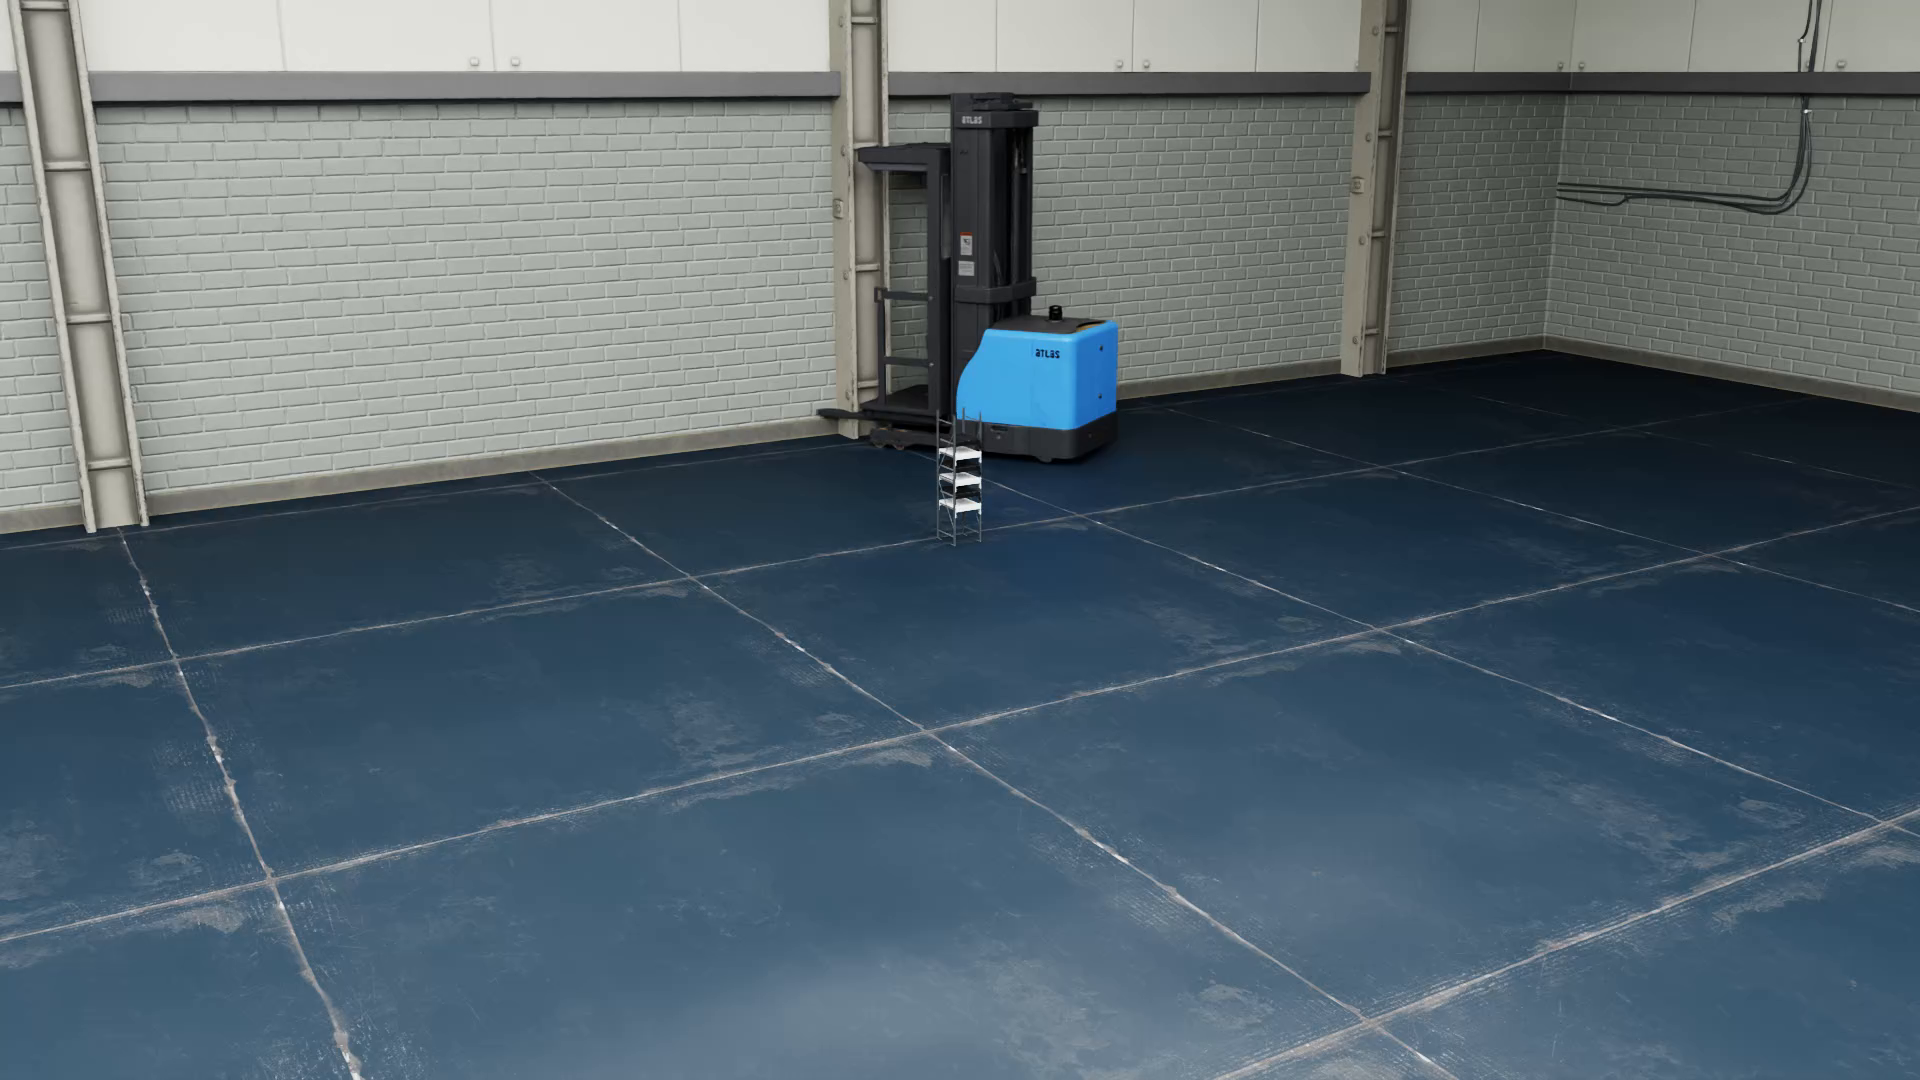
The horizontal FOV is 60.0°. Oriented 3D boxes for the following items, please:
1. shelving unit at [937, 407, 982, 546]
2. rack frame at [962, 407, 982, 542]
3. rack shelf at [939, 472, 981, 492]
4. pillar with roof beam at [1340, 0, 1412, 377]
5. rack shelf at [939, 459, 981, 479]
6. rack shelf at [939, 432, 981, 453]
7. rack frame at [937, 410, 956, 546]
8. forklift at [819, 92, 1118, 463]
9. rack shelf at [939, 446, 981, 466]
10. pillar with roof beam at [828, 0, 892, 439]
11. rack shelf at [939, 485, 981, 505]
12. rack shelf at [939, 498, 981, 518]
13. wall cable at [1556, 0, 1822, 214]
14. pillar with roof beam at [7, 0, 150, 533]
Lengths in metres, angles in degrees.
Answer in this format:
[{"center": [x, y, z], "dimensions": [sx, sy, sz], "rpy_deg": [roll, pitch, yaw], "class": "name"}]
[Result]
[{"center": [-0.007, -0.432, 11.284], "dimensions": [0.210, 0.900, 0.258], "rpy_deg": [-9, 18, -30], "class": "shelving unit"}, {"center": [0.080, -0.446, 11.335], "dimensions": [0.006, 0.900, 0.240], "rpy_deg": [-9, 18, -30], "class": "rack frame"}, {"center": [-0.007, -0.400, 11.293], "dimensions": [0.200, 0.077, 0.258], "rpy_deg": [-9, 18, -30], "class": "rack shelf"}, {"center": [6.513, -5.118, 12.995], "dimensions": [0.400, 9.000, 9.100], "rpy_deg": [-9, 18, -30], "class": "pillar with roof beam"}, {"center": [-0.007, -0.487, 11.269], "dimensions": [0.200, 0.077, 0.258], "rpy_deg": [-9, 18, -30], "class": "rack shelf"}, {"center": [-0.007, -0.660, 11.220], "dimensions": [0.200, 0.077, 0.258], "rpy_deg": [-9, 18, -30], "class": "rack shelf"}, {"center": [-0.094, -0.418, 11.234], "dimensions": [0.006, 0.900, 0.240], "rpy_deg": [-9, 18, -30], "class": "rack frame"}, {"center": [-0.198, -2.301, 14.188], "dimensions": [3.031, 2.935, 1.130], "rpy_deg": [8, 18, 26], "class": "forklift"}, {"center": [-0.007, -0.573, 11.245], "dimensions": [0.200, 0.077, 0.258], "rpy_deg": [-9, 18, -30], "class": "rack shelf"}, {"center": [1.370, -4.284, 10.020], "dimensions": [0.400, 9.000, 9.100], "rpy_deg": [-9, 18, -30], "class": "pillar with roof beam"}, {"center": [-0.007, -0.313, 11.318], "dimensions": [0.200, 0.077, 0.258], "rpy_deg": [-9, 18, -30], "class": "rack shelf"}, {"center": [-0.007, -0.227, 11.342], "dimensions": [0.200, 0.077, 0.258], "rpy_deg": [-9, 18, -30], "class": "rack shelf"}, {"center": [7.502, -4.722, 17.337], "dimensions": [0.112, 2.526, 3.097], "rpy_deg": [-9, 18, -30], "class": "wall cable"}, {"center": [-3.773, -3.450, 7.045], "dimensions": [0.400, 9.000, 9.100], "rpy_deg": [-9, 18, -30], "class": "pillar with roof beam"}]
